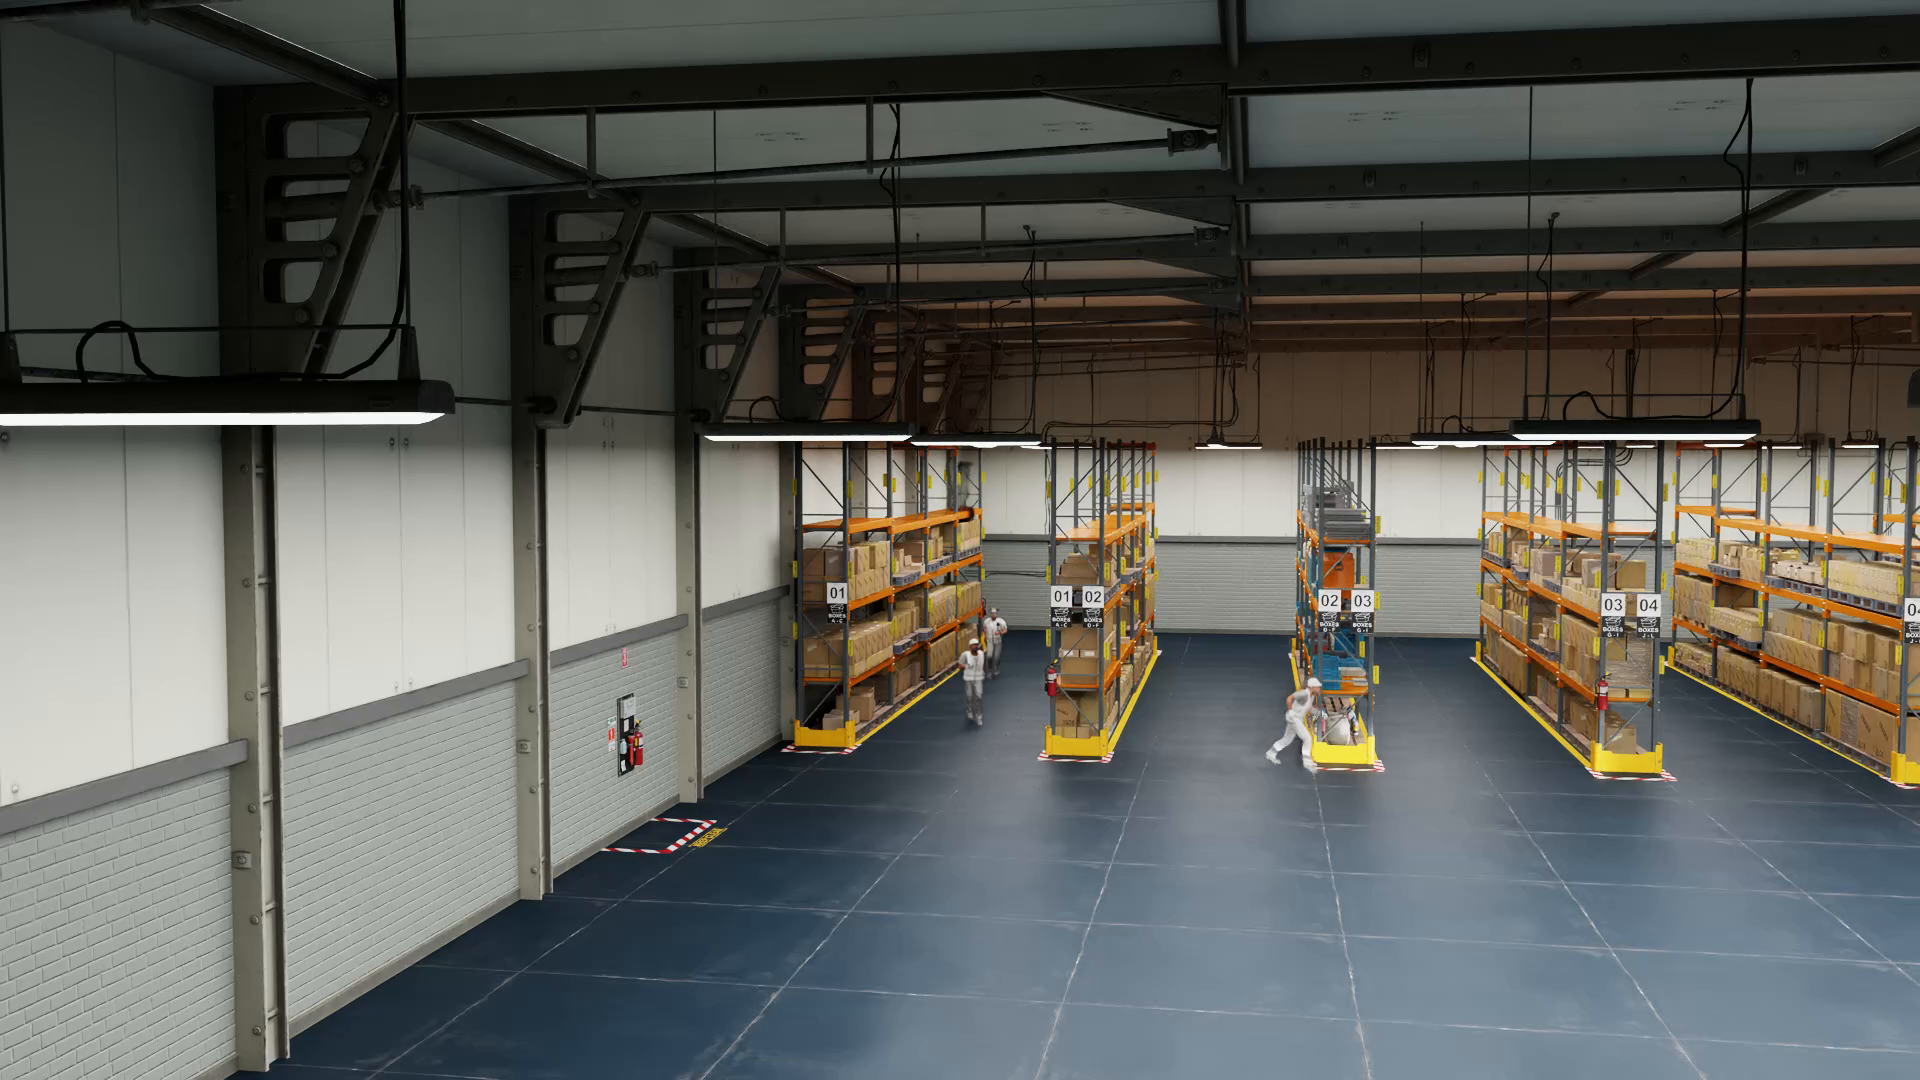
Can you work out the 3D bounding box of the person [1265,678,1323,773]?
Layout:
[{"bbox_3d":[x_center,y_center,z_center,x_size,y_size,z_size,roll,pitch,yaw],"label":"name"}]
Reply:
[{"bbox_3d":[5.987,3.319,29.874,1.056,1.732,0.706,2,3,29],"label":"person"}]

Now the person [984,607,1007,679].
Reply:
[{"bbox_3d":[0.887,2.619,42.169,0.641,1.844,0.749,0,3,9],"label":"person"}]

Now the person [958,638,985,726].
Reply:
[{"bbox_3d":[0.258,2.984,35.037,0.644,1.836,0.780,-1,3,-11],"label":"person"}]
